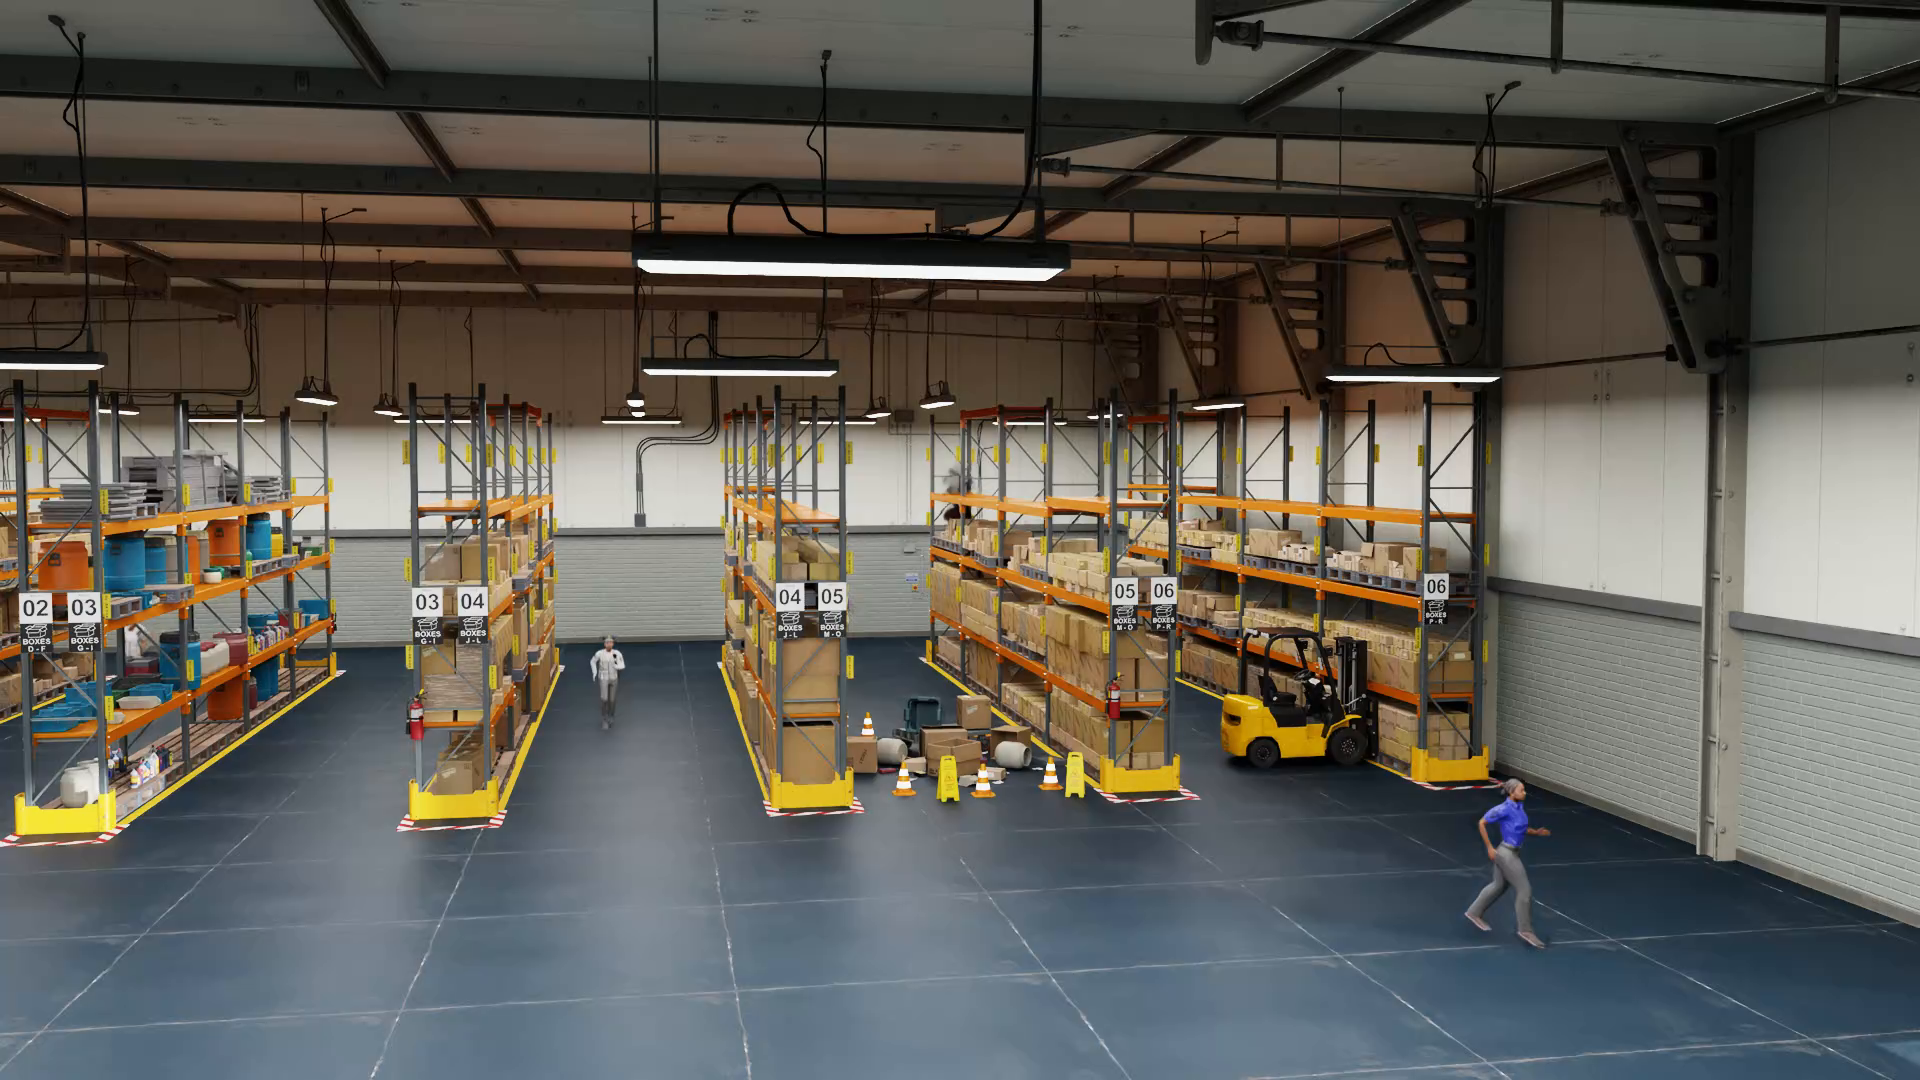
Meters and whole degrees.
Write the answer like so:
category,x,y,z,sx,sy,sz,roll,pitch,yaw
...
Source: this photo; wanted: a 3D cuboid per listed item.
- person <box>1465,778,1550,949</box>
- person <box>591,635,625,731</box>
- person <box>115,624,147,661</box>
category,x,y,z,sx,sy,sz,roll,pitch,yaw
person,5.629,3.295,17.130,0.863,1.704,0.547,2,3,32
person,-6.457,2.612,30.552,0.579,1.756,0.737,-1,3,-19
person,-17.361,2.433,34.837,0.602,1.648,0.597,-1,3,-21
